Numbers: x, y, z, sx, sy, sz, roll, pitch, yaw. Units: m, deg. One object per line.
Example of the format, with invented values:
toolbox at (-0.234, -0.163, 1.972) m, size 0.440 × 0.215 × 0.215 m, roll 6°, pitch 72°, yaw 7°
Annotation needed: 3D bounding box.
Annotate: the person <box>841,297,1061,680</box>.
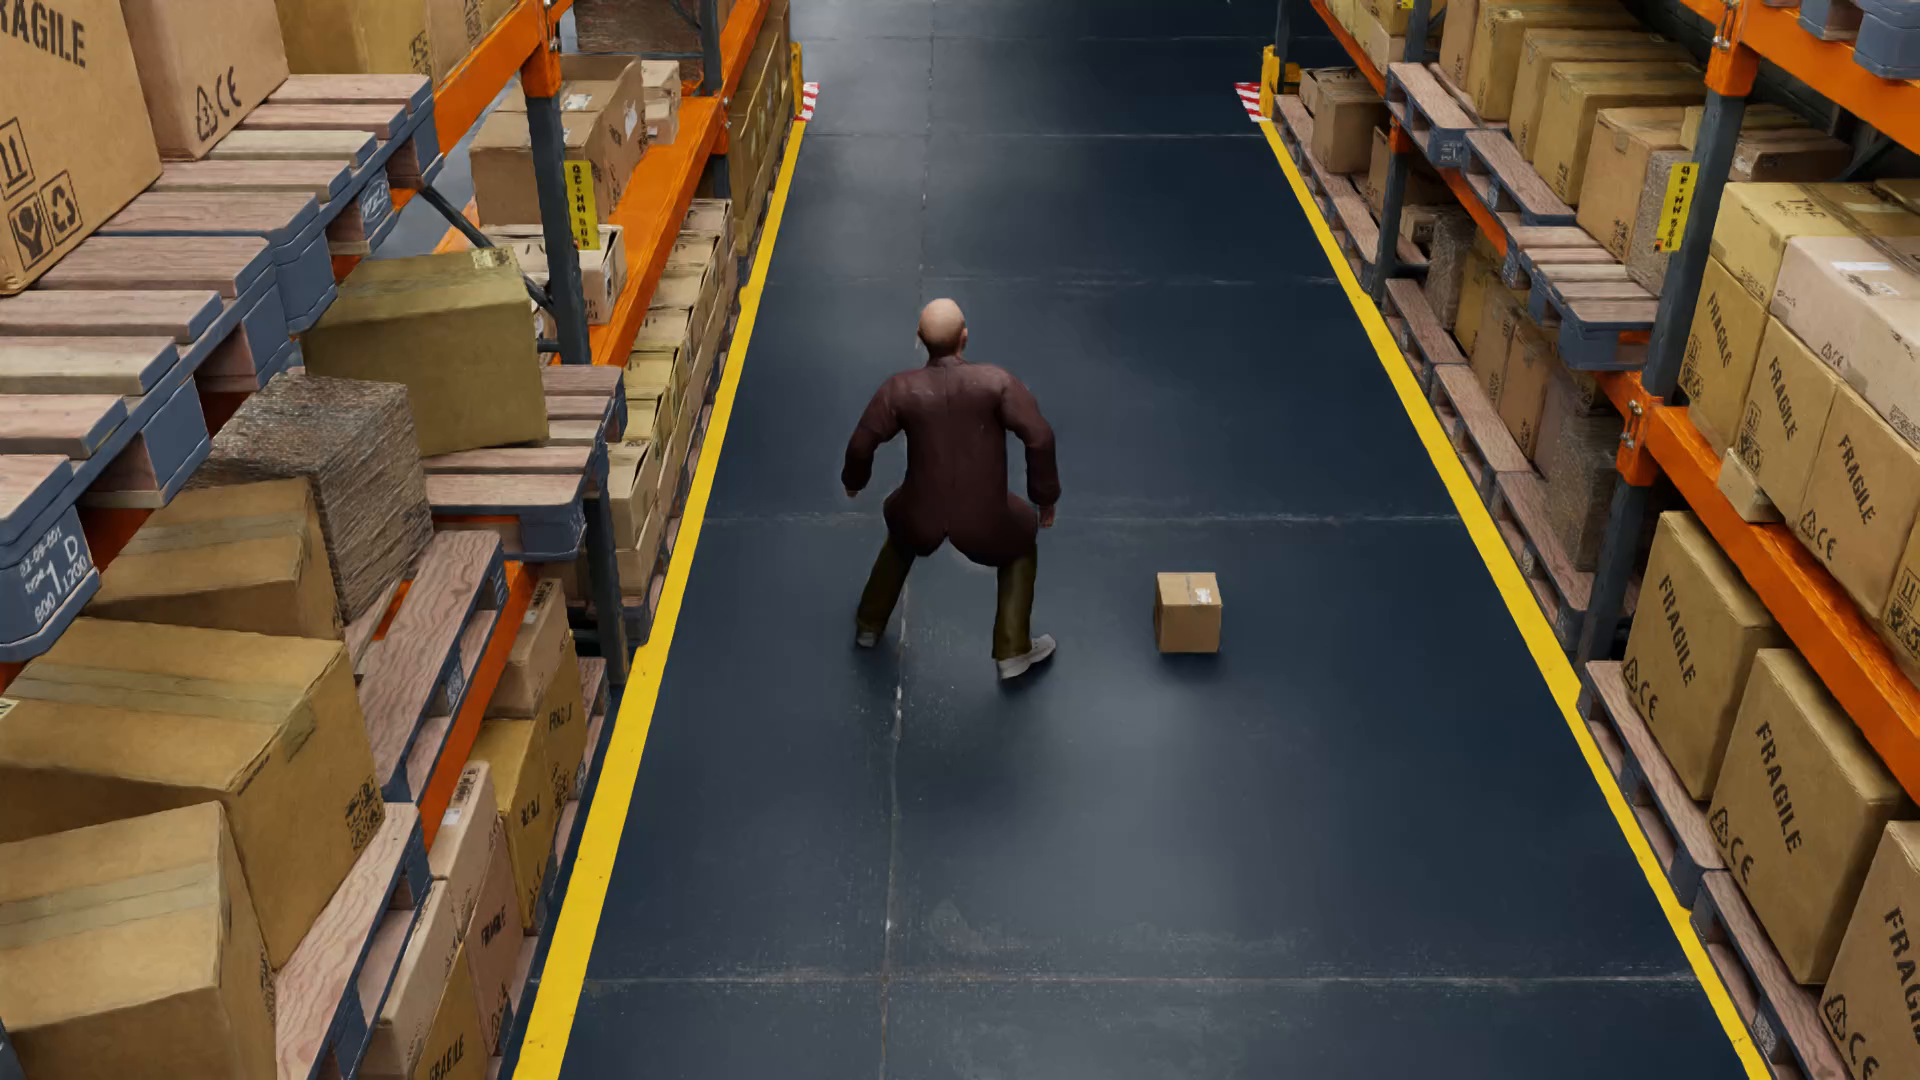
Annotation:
person at (-0.028, -0.231, 6.673) m, size 0.917 × 1.631 × 0.568 m, roll 7°, pitch 32°, yaw 11°
